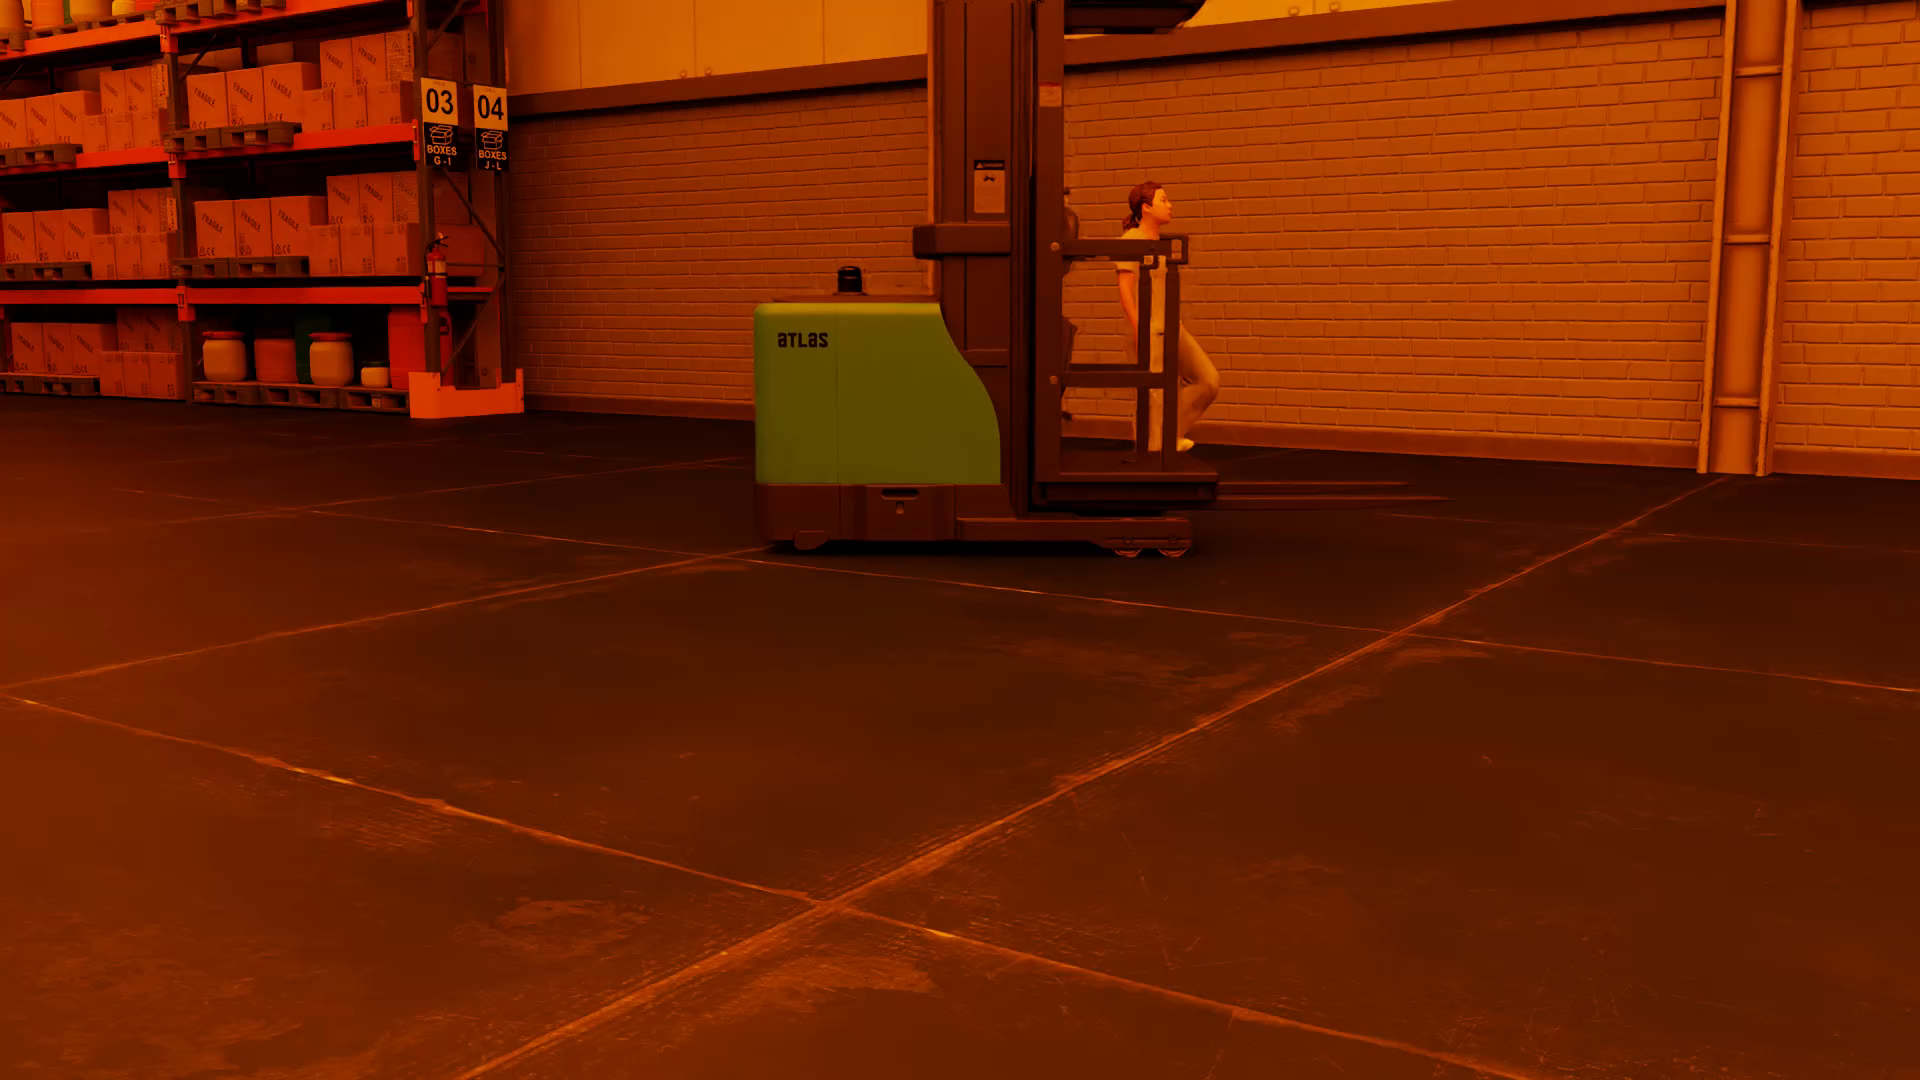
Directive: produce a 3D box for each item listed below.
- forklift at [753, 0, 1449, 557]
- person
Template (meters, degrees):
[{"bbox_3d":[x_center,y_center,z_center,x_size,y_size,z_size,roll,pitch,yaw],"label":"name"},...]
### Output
[{"bbox_3d":[0.622,-1.453,7.412,3.031,2.935,1.130,0,8,0],"label":"forklift"},{"bbox_3d":[1.088,-1.081,8.924,0.545,1.673,0.549,6,10,34],"label":"person"}]
